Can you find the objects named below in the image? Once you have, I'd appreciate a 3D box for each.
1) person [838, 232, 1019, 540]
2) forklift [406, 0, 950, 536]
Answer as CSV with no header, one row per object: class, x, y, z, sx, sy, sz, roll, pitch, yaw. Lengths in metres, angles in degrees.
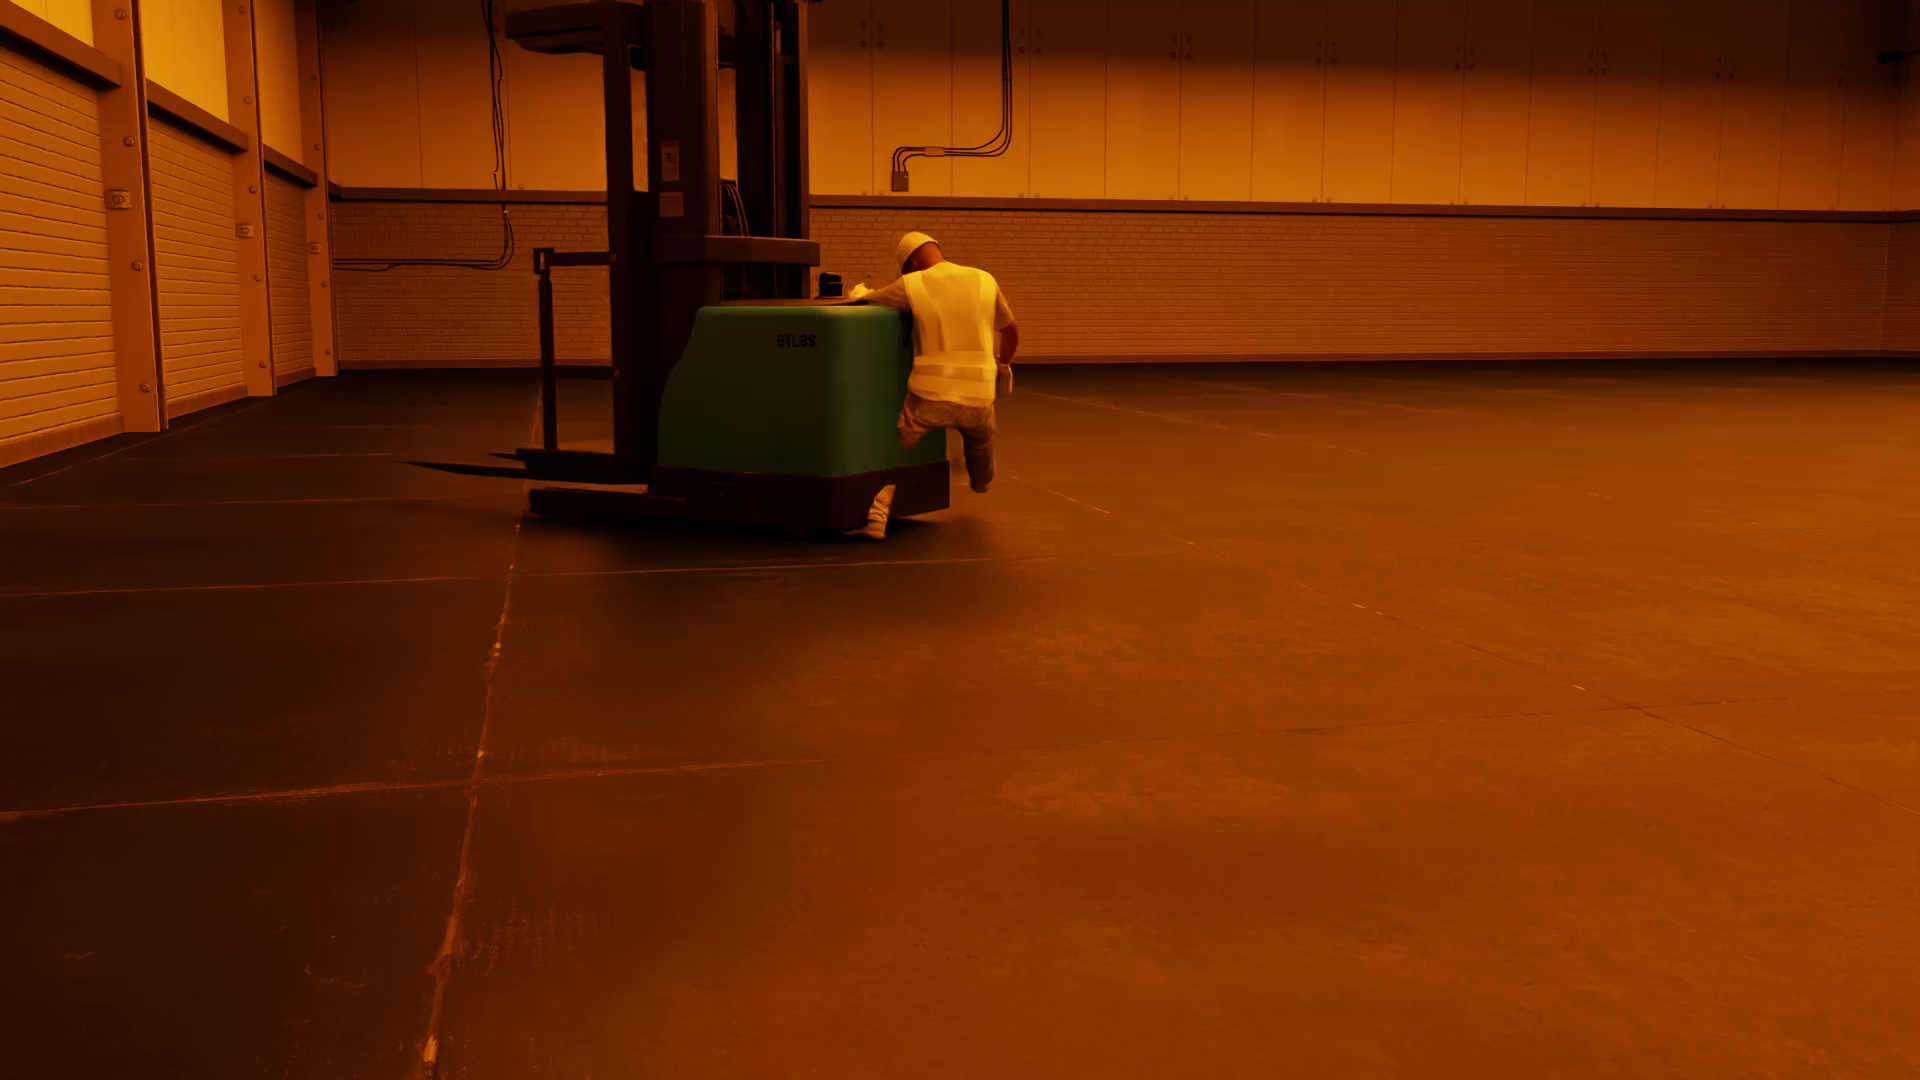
person,-0.182,-0.786,8.232,1.028,1.450,1.160,-2,8,-16
forklift,-1.583,-1.594,8.518,3.031,2.935,1.130,5,9,30
